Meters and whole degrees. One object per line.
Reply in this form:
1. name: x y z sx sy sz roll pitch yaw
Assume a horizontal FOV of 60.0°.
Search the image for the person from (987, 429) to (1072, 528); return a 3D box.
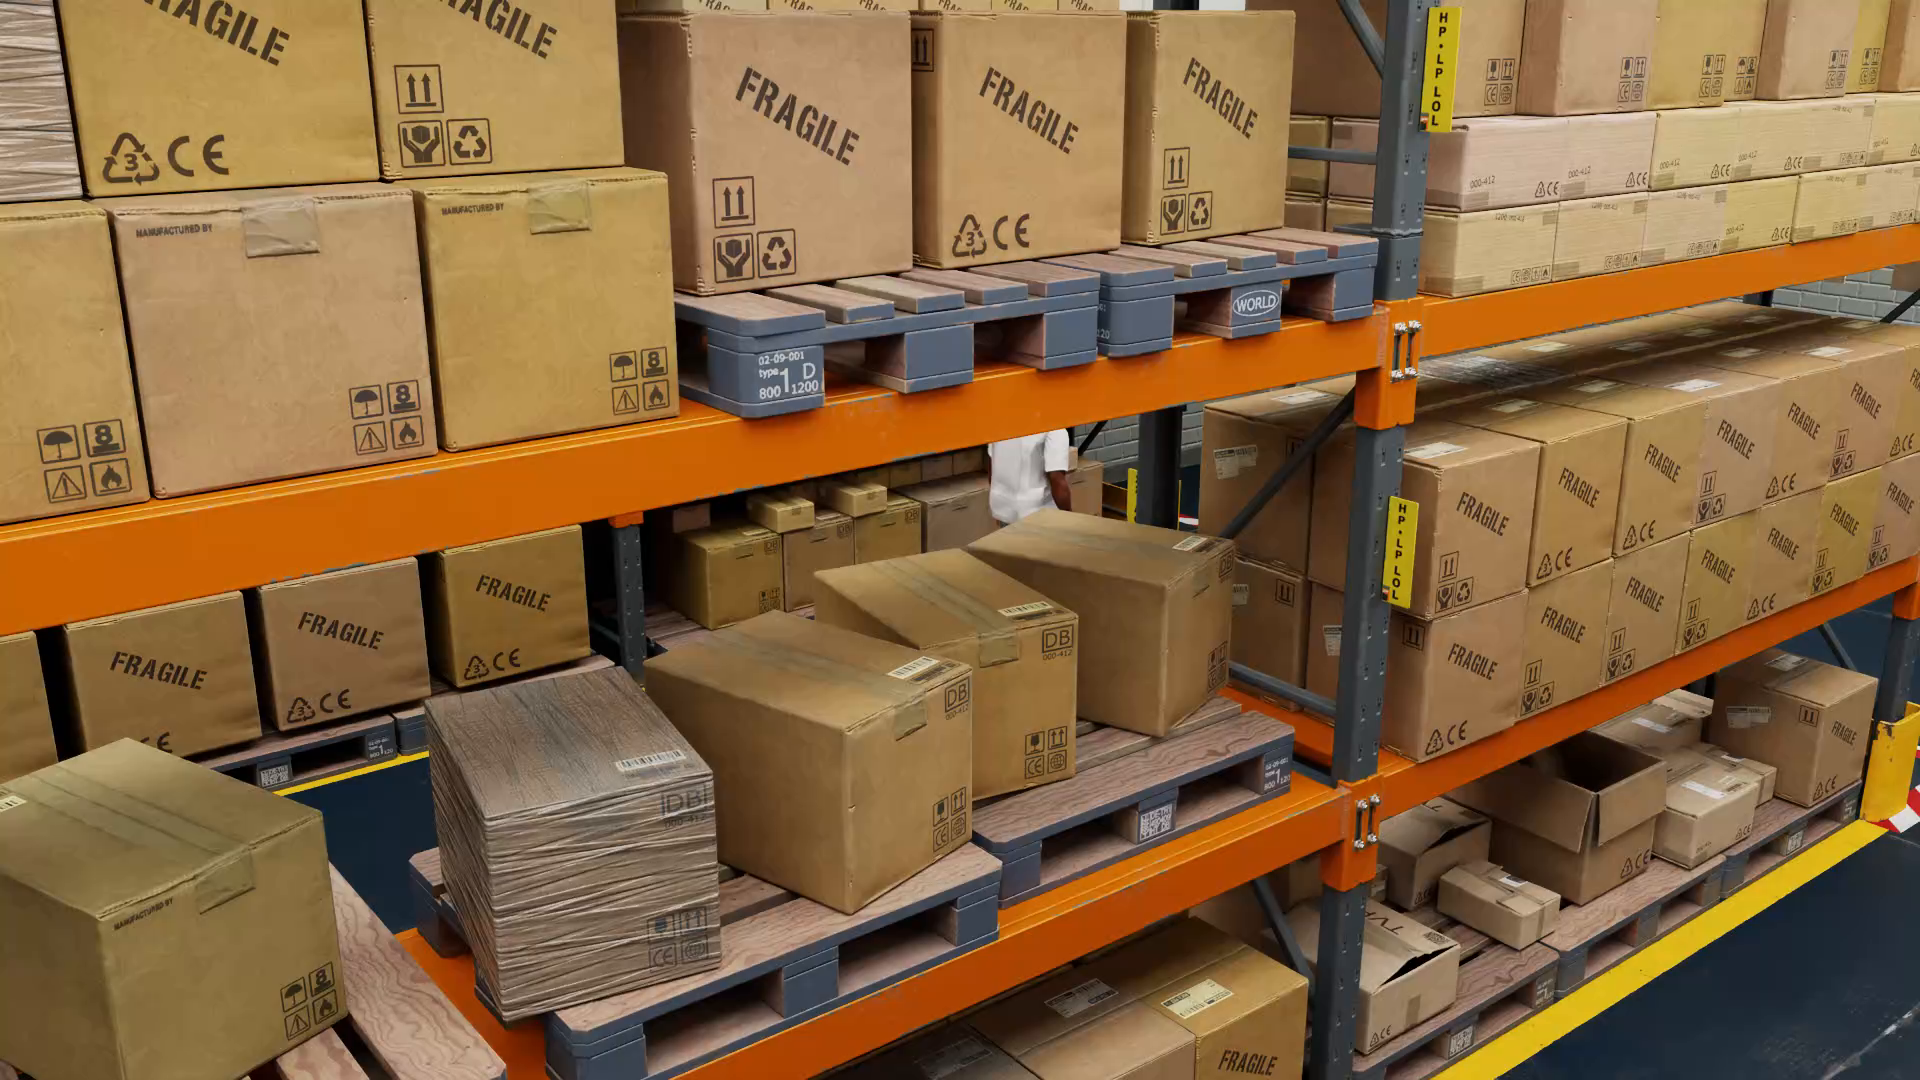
1. person: 0.421 -0.163 9.536 0.463 1.760 0.633 -14 23 -38
